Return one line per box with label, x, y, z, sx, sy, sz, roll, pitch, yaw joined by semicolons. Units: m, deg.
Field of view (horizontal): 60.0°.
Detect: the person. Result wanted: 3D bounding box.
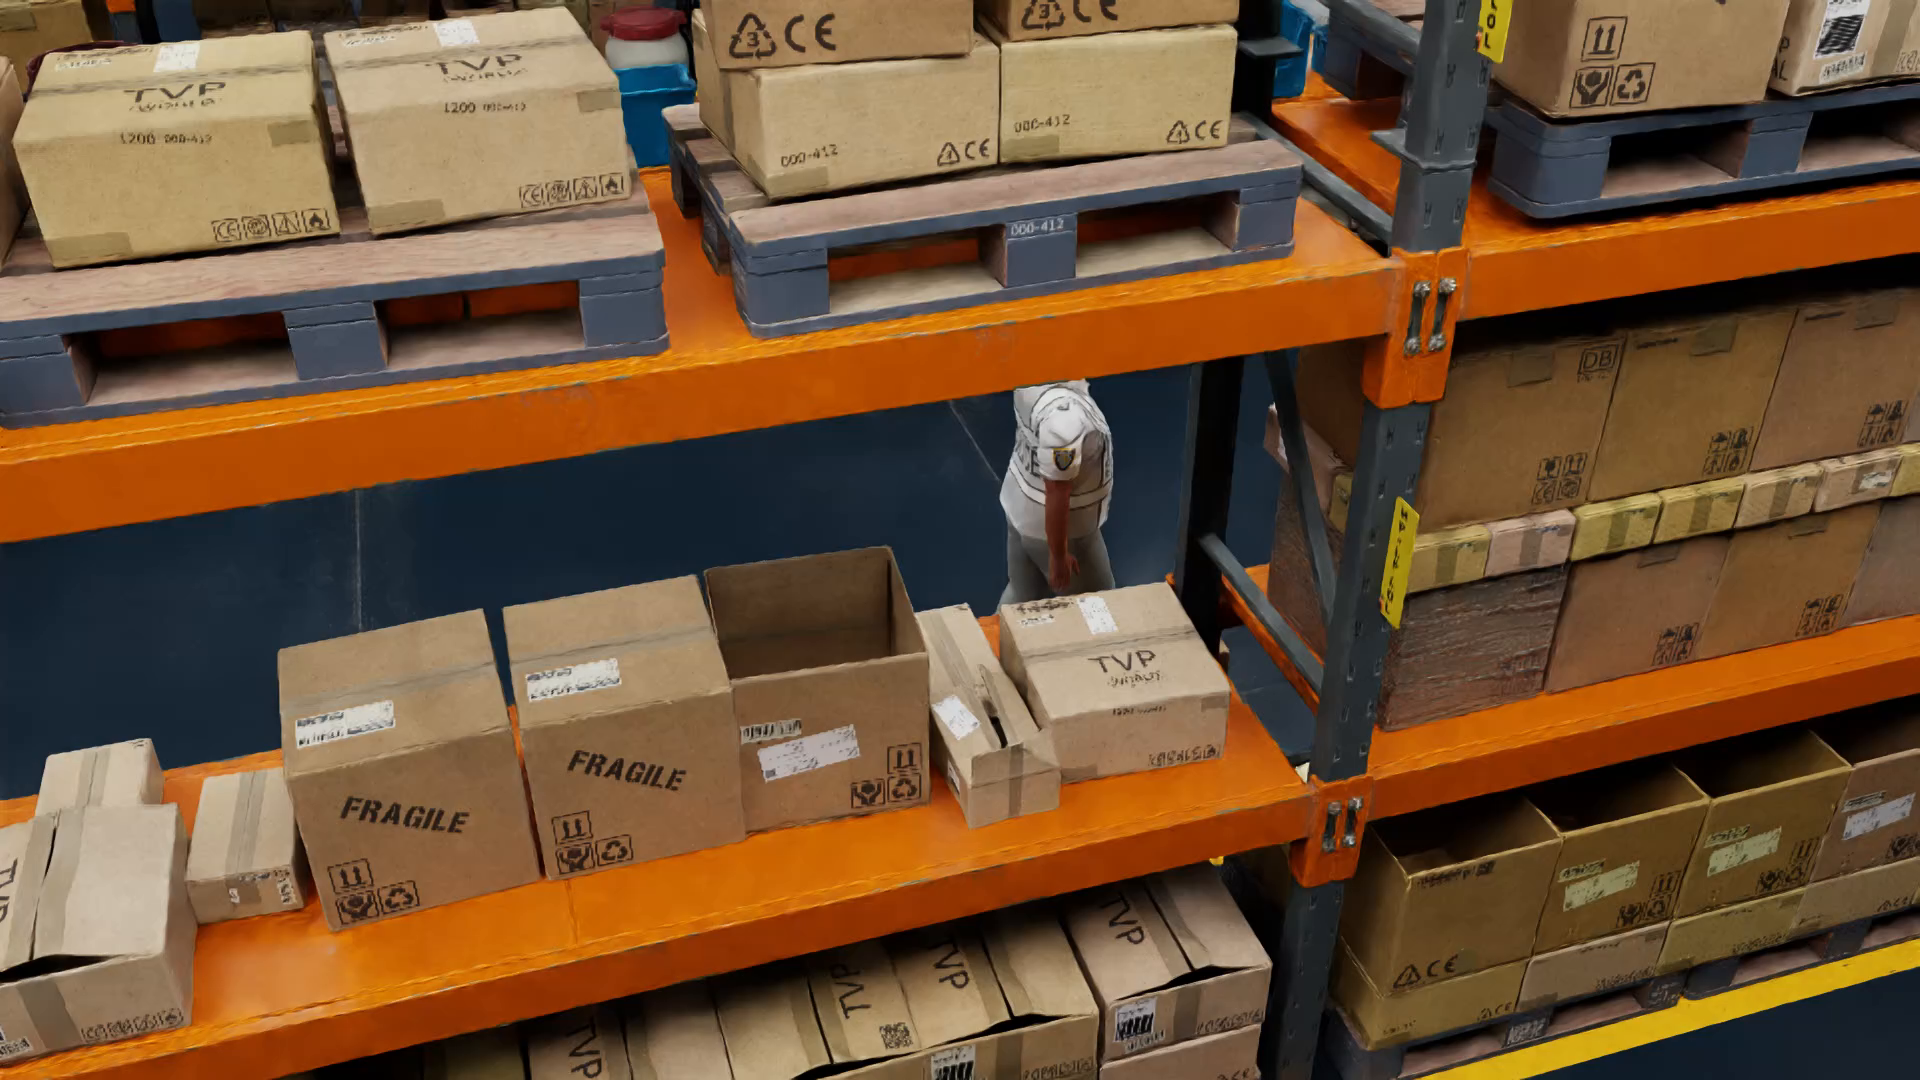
person;0.465;-0.119;6.284;0.683;1.764;0.539;-9;35;-13
